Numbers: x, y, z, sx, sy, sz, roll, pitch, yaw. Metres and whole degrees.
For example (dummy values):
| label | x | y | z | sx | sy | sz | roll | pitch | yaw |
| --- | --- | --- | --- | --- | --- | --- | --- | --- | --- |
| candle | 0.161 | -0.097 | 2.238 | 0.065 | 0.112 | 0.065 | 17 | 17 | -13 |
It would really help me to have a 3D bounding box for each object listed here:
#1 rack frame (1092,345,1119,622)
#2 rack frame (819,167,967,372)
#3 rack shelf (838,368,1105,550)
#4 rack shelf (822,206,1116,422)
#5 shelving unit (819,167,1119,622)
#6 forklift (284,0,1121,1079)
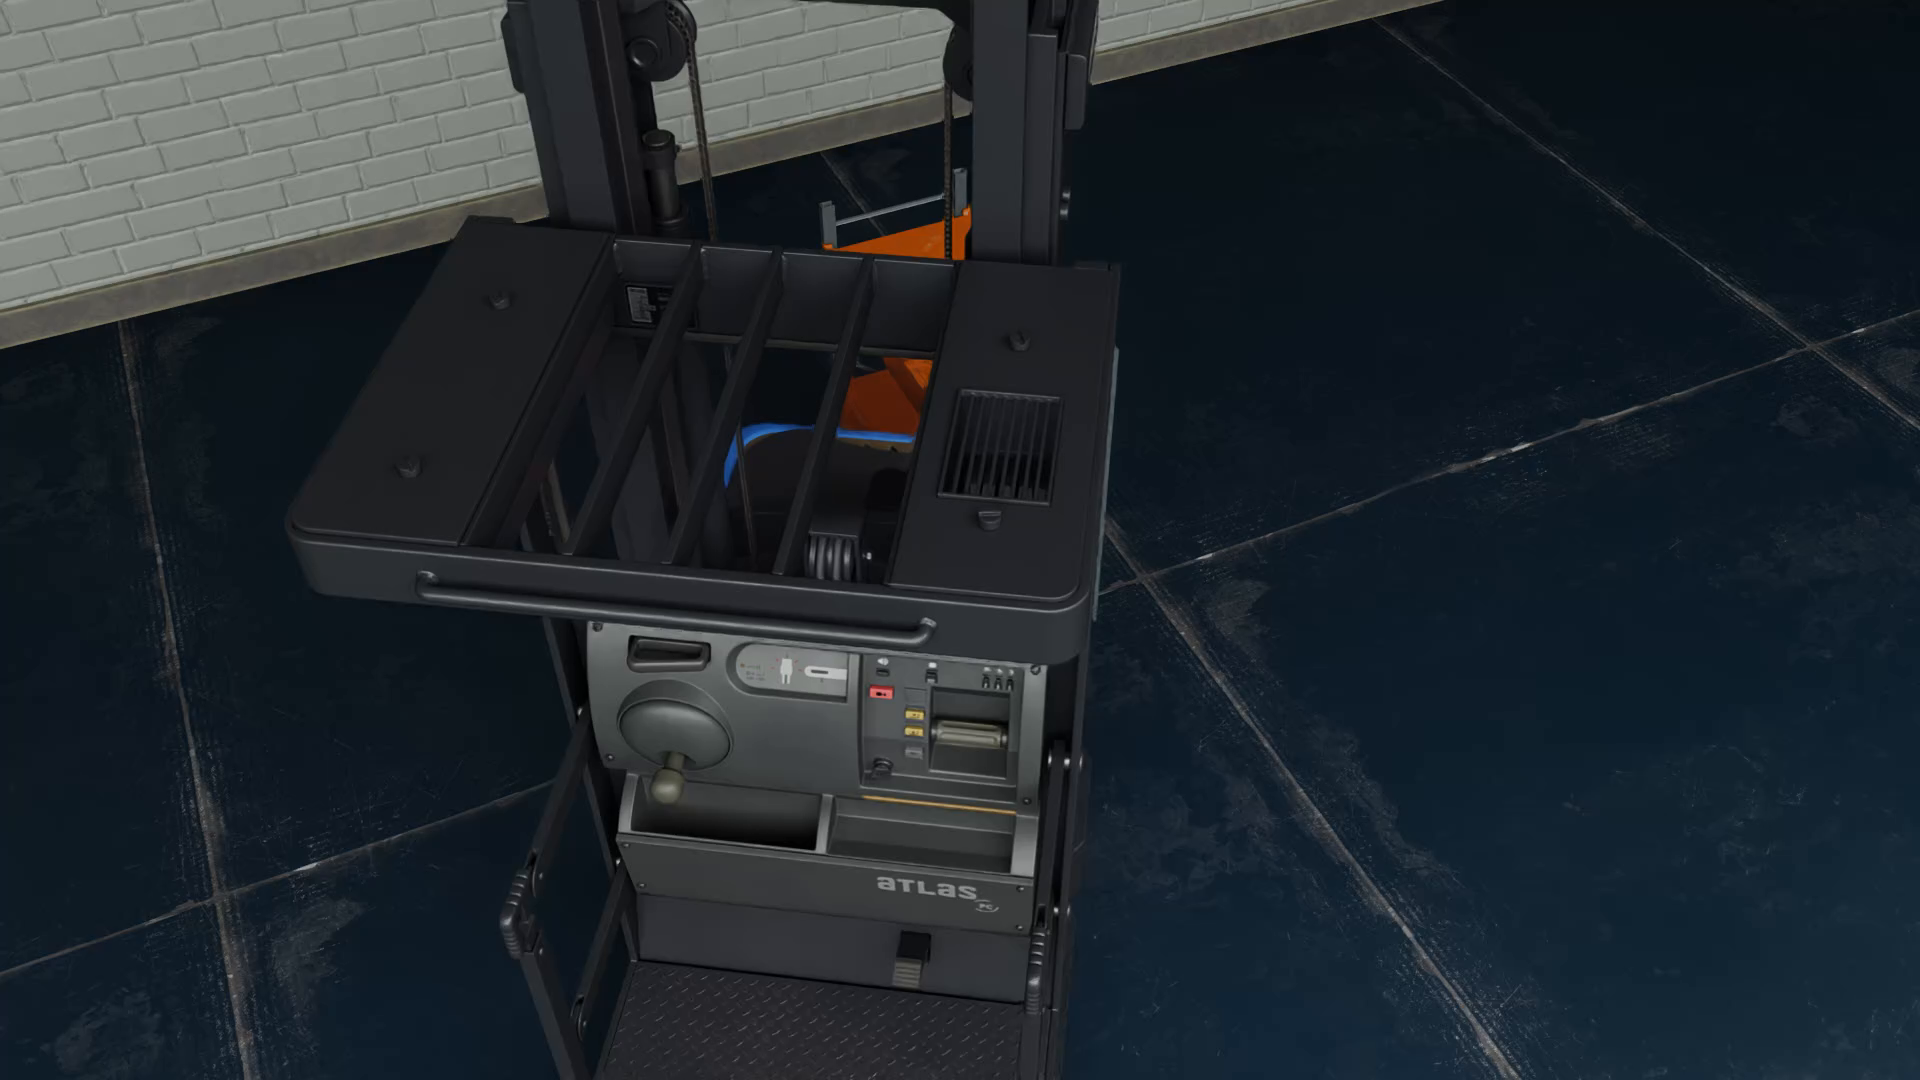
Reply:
| label | x | y | z | sx | sy | sz | roll | pitch | yaw |
| --- | --- | --- | --- | --- | --- | --- | --- | --- | --- |
| rack frame | 0.217 | -0.072 | 5.022 | 0.500 | 1.125 | 0.032 | -18 | 47 | -17 |
| rack frame | -0.211 | -0.720 | 5.679 | 0.500 | 1.125 | 0.032 | -18 | 47 | -17 |
| rack shelf | 0.003 | -0.222 | 5.522 | 0.538 | 0.278 | 1.000 | -18 | 47 | -17 |
| rack shelf | 0.003 | -0.604 | 5.145 | 0.538 | 0.278 | 1.000 | -18 | 47 | -17 |
| shelving unit | 0.003 | -0.396 | 5.351 | 0.538 | 1.125 | 1.048 | -18 | 47 | -17 |
| forklift | -0.318 | 0.454 | 3.203 | 1.130 | 2.935 | 3.031 | 5 | 45 | 5 |
